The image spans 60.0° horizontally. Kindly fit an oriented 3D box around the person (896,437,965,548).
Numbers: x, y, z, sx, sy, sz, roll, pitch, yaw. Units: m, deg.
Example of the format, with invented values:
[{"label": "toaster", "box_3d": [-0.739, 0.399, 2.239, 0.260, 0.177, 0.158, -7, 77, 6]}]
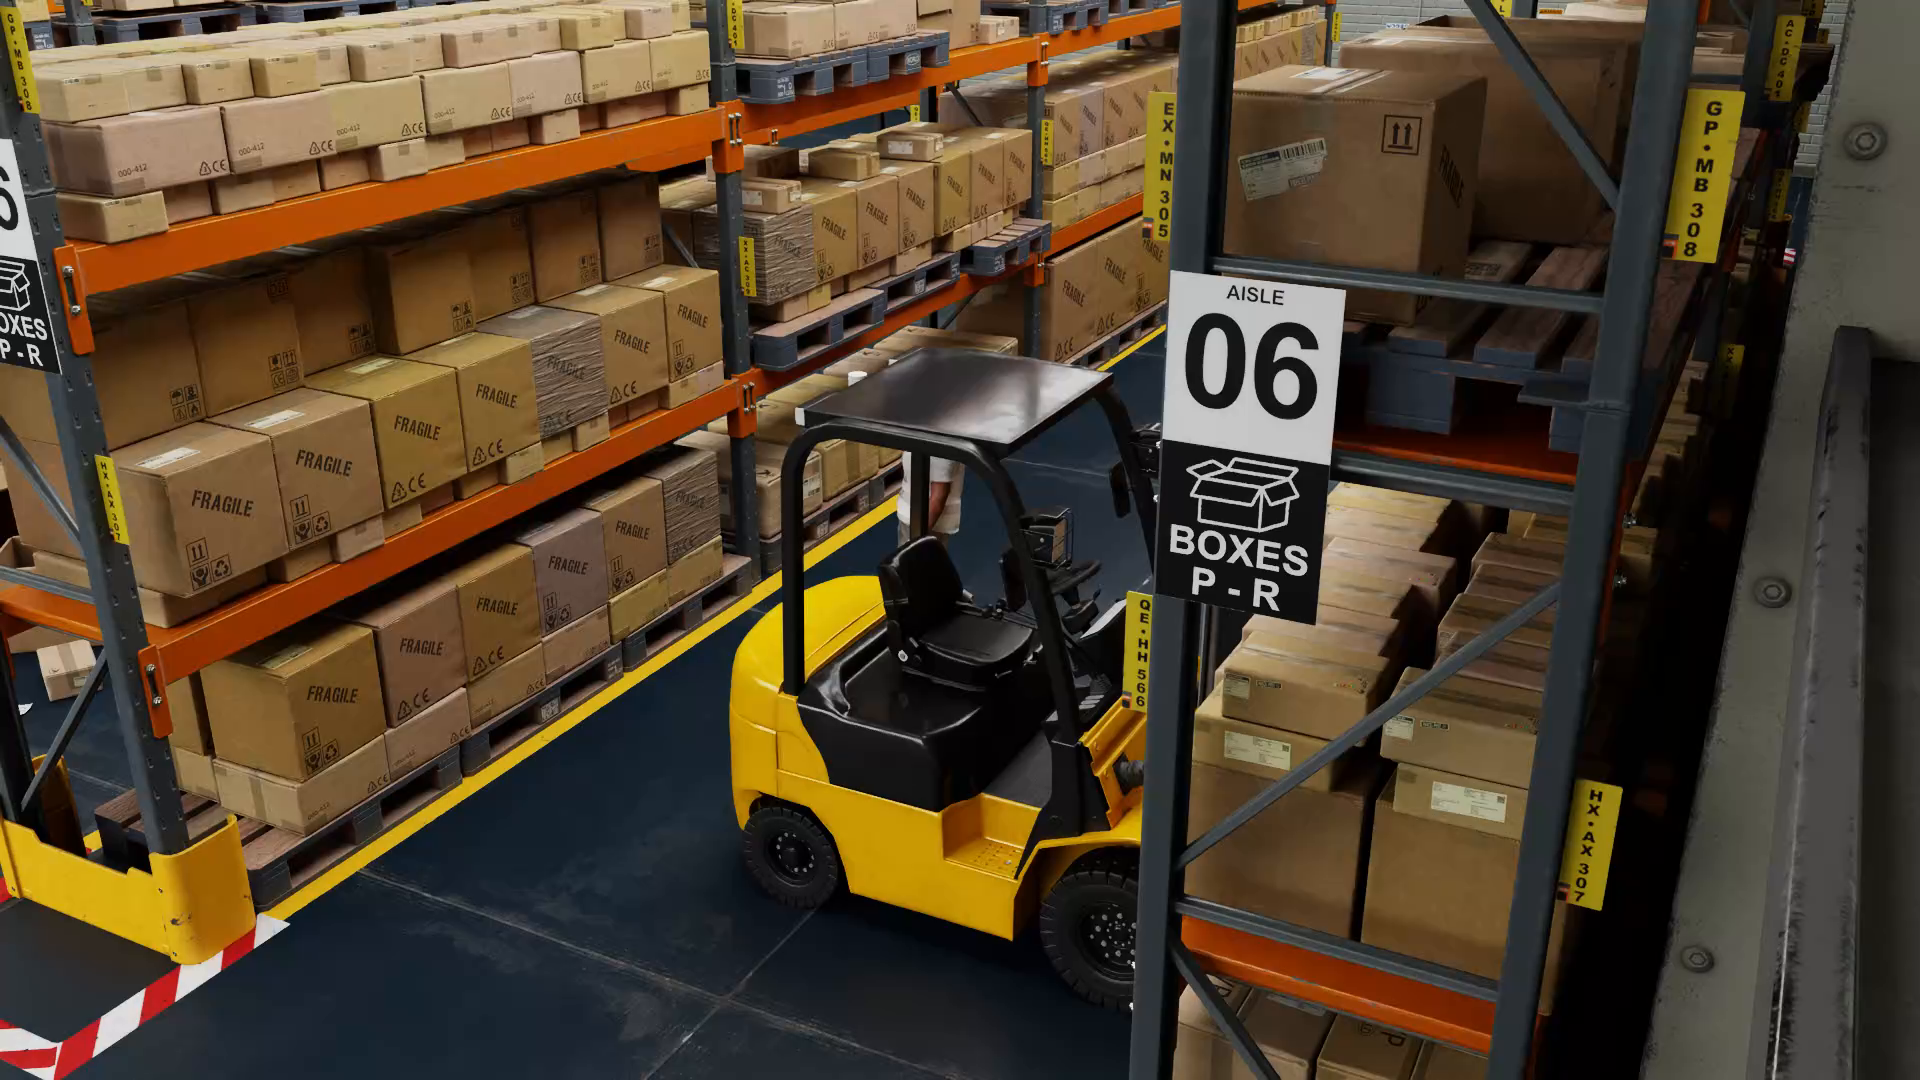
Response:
[{"label": "person", "box_3d": [-0.250, -0.103, 8.499, 0.574, 1.781, 0.656, -1, 23, -2]}]
